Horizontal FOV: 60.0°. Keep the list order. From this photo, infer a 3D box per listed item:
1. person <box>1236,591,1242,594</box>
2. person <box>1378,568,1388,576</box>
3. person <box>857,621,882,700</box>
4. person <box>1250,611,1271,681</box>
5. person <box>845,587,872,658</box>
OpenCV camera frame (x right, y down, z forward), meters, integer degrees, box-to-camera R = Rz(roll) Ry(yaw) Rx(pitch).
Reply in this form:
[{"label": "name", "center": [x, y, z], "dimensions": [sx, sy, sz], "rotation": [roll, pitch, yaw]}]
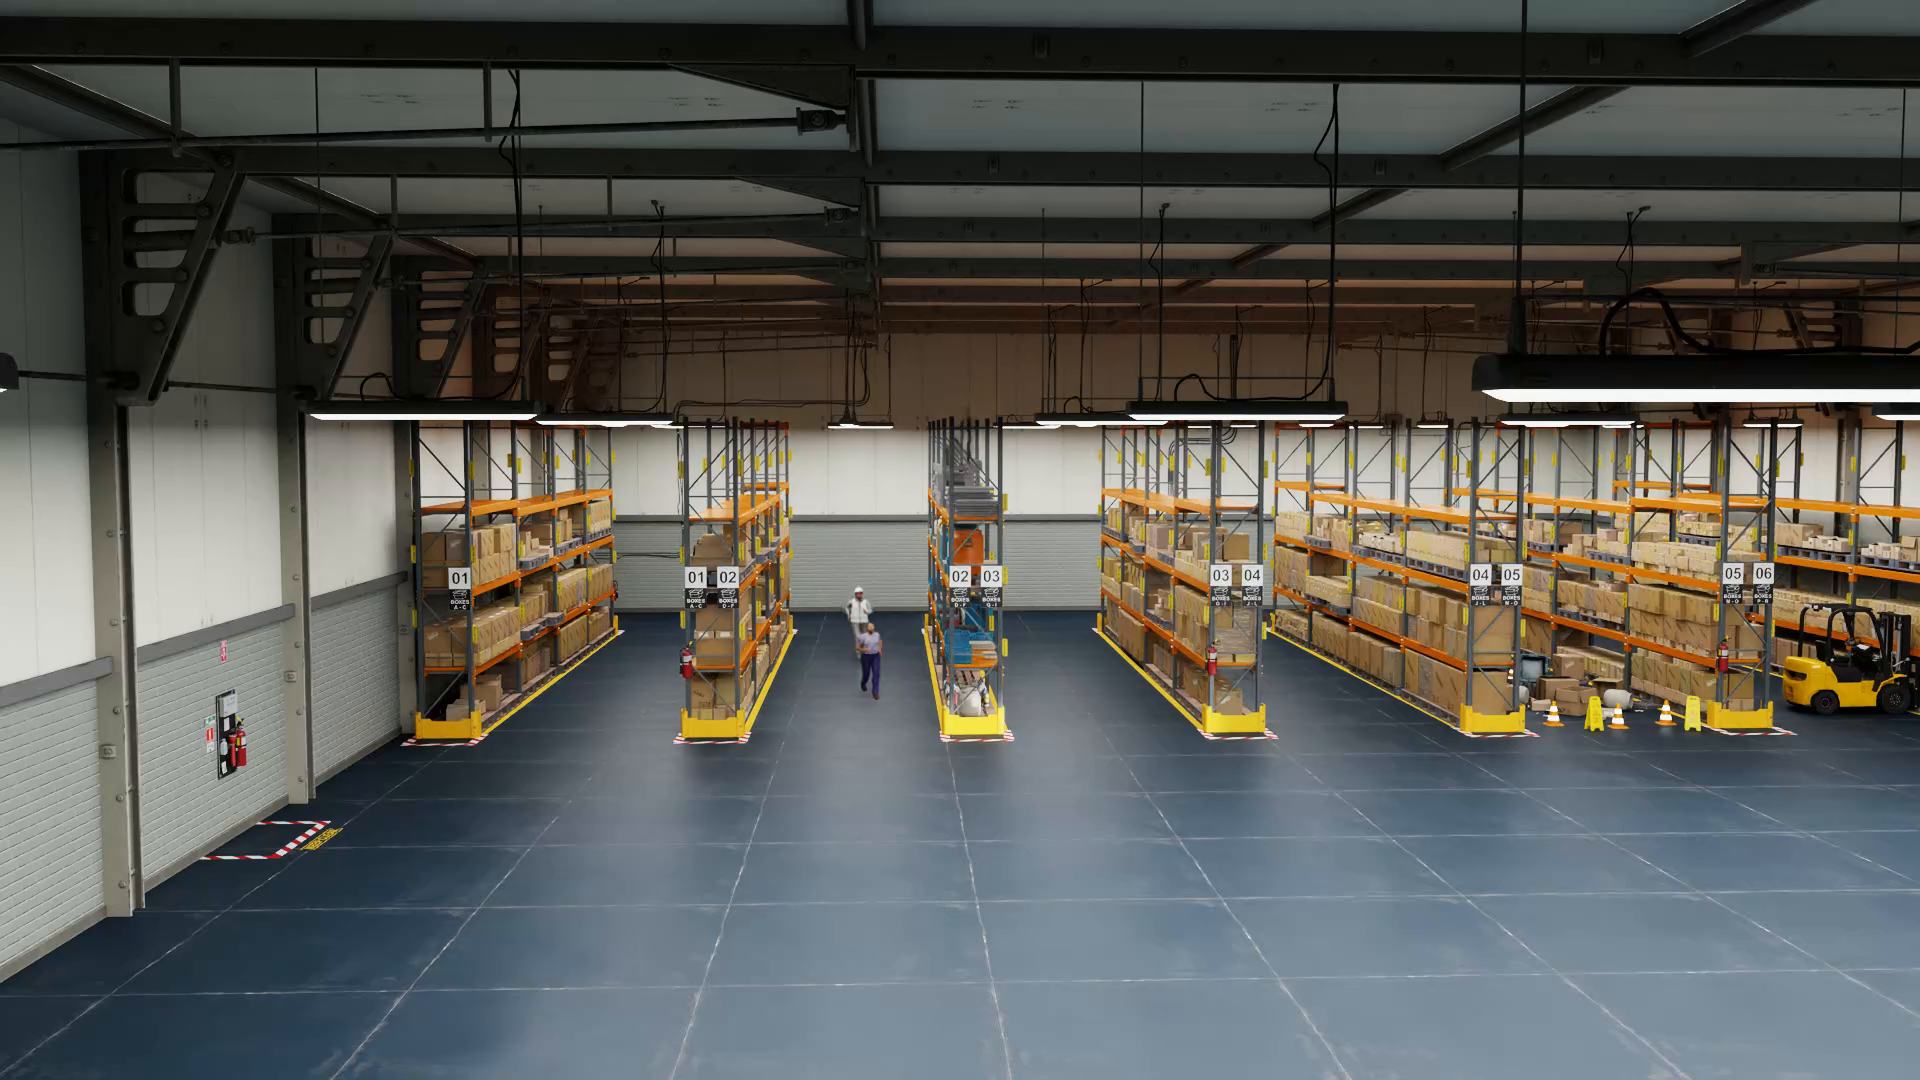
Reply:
[{"label": "person", "center": [7.749, 1.896, 45.131], "dimensions": [0.616, 1.846, 0.846], "rotation": [0, 4, -1]}, {"label": "person", "center": [12.473, 1.627, 49.269], "dimensions": [0.674, 1.781, 0.684], "rotation": [0, 4, -2]}, {"label": "person", "center": [-1.926, 2.568, 35.745], "dimensions": [0.608, 1.644, 0.903], "rotation": [-1, 4, -18]}, {"label": "person", "center": [6.854, 2.312, 38.635], "dimensions": [0.692, 1.836, 0.894], "rotation": [0, 4, -5]}, {"label": "person", "center": [-2.558, 2.074, 42.165], "dimensions": [0.662, 1.749, 0.959], "rotation": [-1, 4, -14]}]
